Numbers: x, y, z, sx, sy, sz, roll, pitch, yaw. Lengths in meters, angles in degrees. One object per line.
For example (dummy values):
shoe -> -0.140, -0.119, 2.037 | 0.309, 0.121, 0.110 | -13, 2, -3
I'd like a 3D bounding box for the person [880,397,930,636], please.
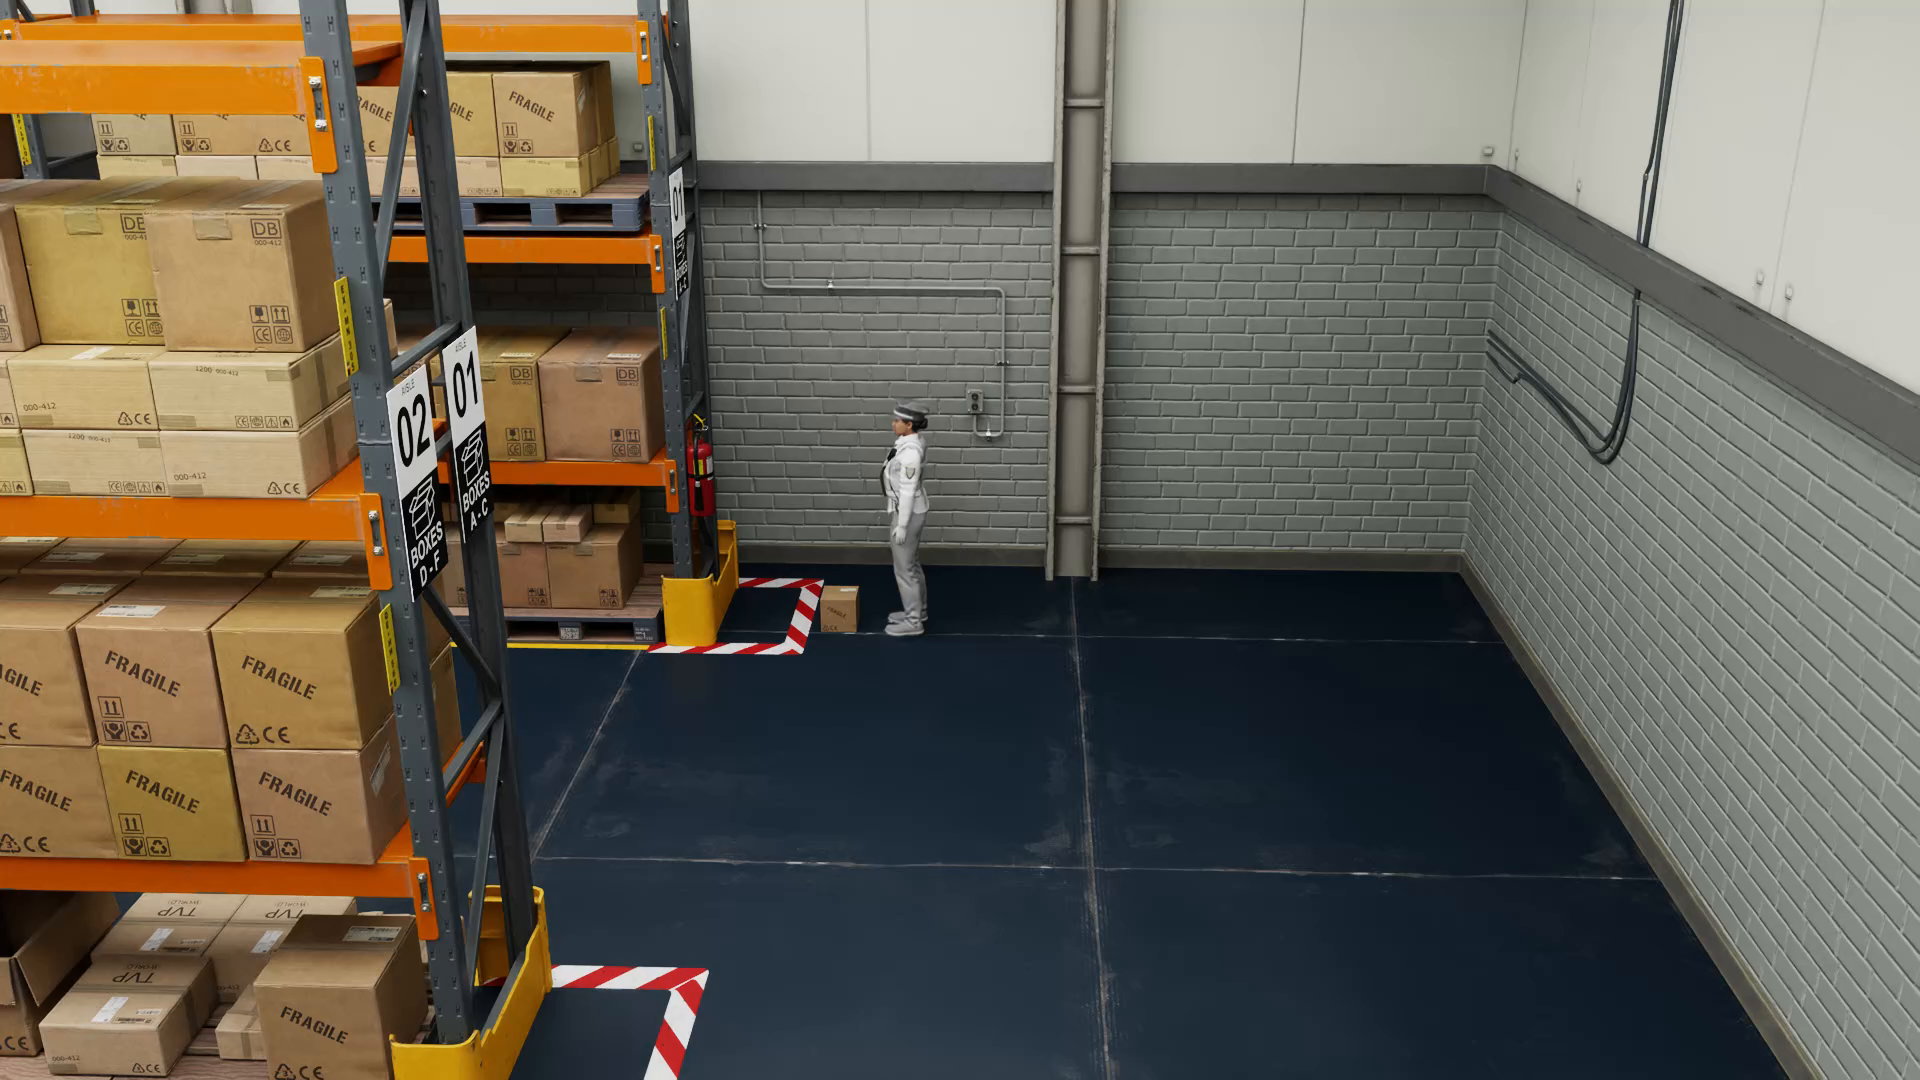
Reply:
person -> -0.371, -0.169, 11.501 | 0.335, 1.685, 0.472 | 1, 21, 2
